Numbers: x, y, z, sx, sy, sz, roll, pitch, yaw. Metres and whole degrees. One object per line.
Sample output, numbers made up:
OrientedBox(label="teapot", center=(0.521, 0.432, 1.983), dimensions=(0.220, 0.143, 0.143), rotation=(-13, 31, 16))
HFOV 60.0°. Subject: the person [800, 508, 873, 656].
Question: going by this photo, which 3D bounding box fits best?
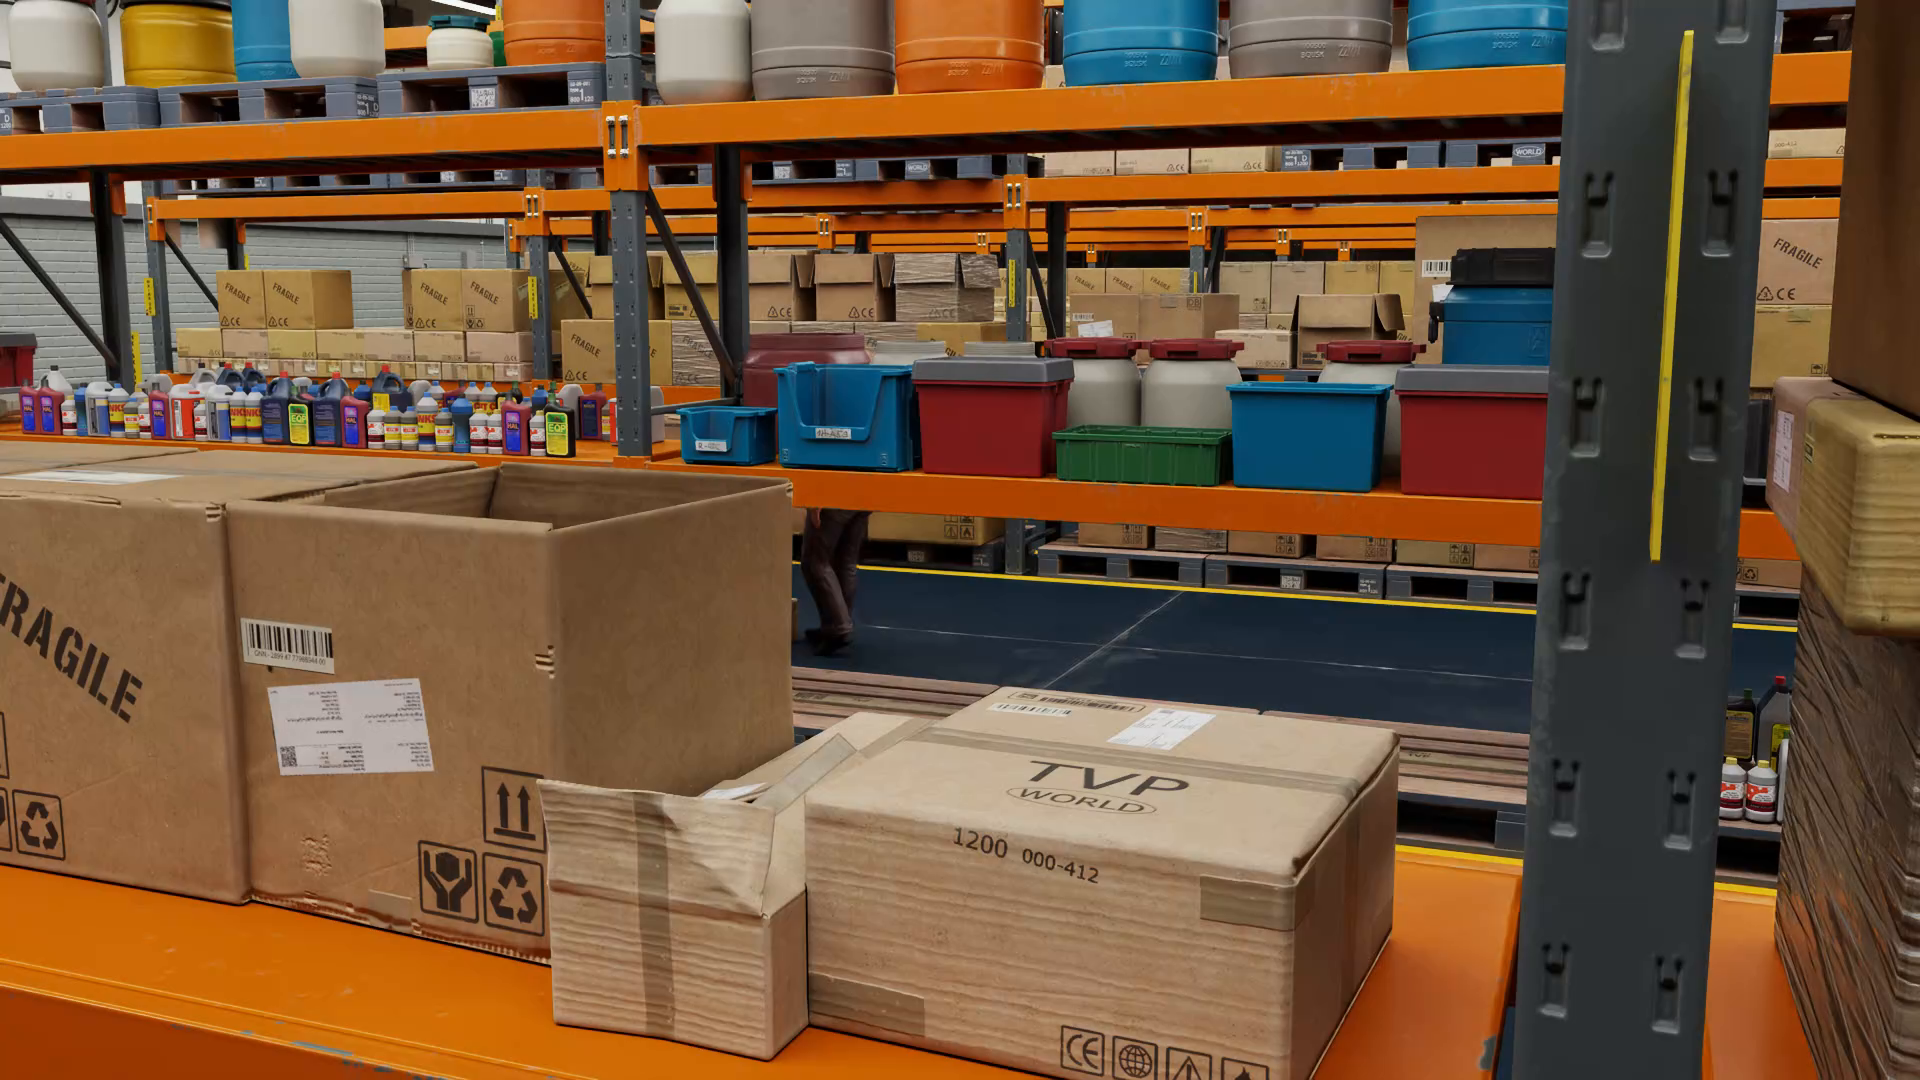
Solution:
OrientedBox(label="person", center=(-0.726, -0.210, 9.445), dimensions=(0.513, 1.788, 0.576), rotation=(5, 10, 28))
